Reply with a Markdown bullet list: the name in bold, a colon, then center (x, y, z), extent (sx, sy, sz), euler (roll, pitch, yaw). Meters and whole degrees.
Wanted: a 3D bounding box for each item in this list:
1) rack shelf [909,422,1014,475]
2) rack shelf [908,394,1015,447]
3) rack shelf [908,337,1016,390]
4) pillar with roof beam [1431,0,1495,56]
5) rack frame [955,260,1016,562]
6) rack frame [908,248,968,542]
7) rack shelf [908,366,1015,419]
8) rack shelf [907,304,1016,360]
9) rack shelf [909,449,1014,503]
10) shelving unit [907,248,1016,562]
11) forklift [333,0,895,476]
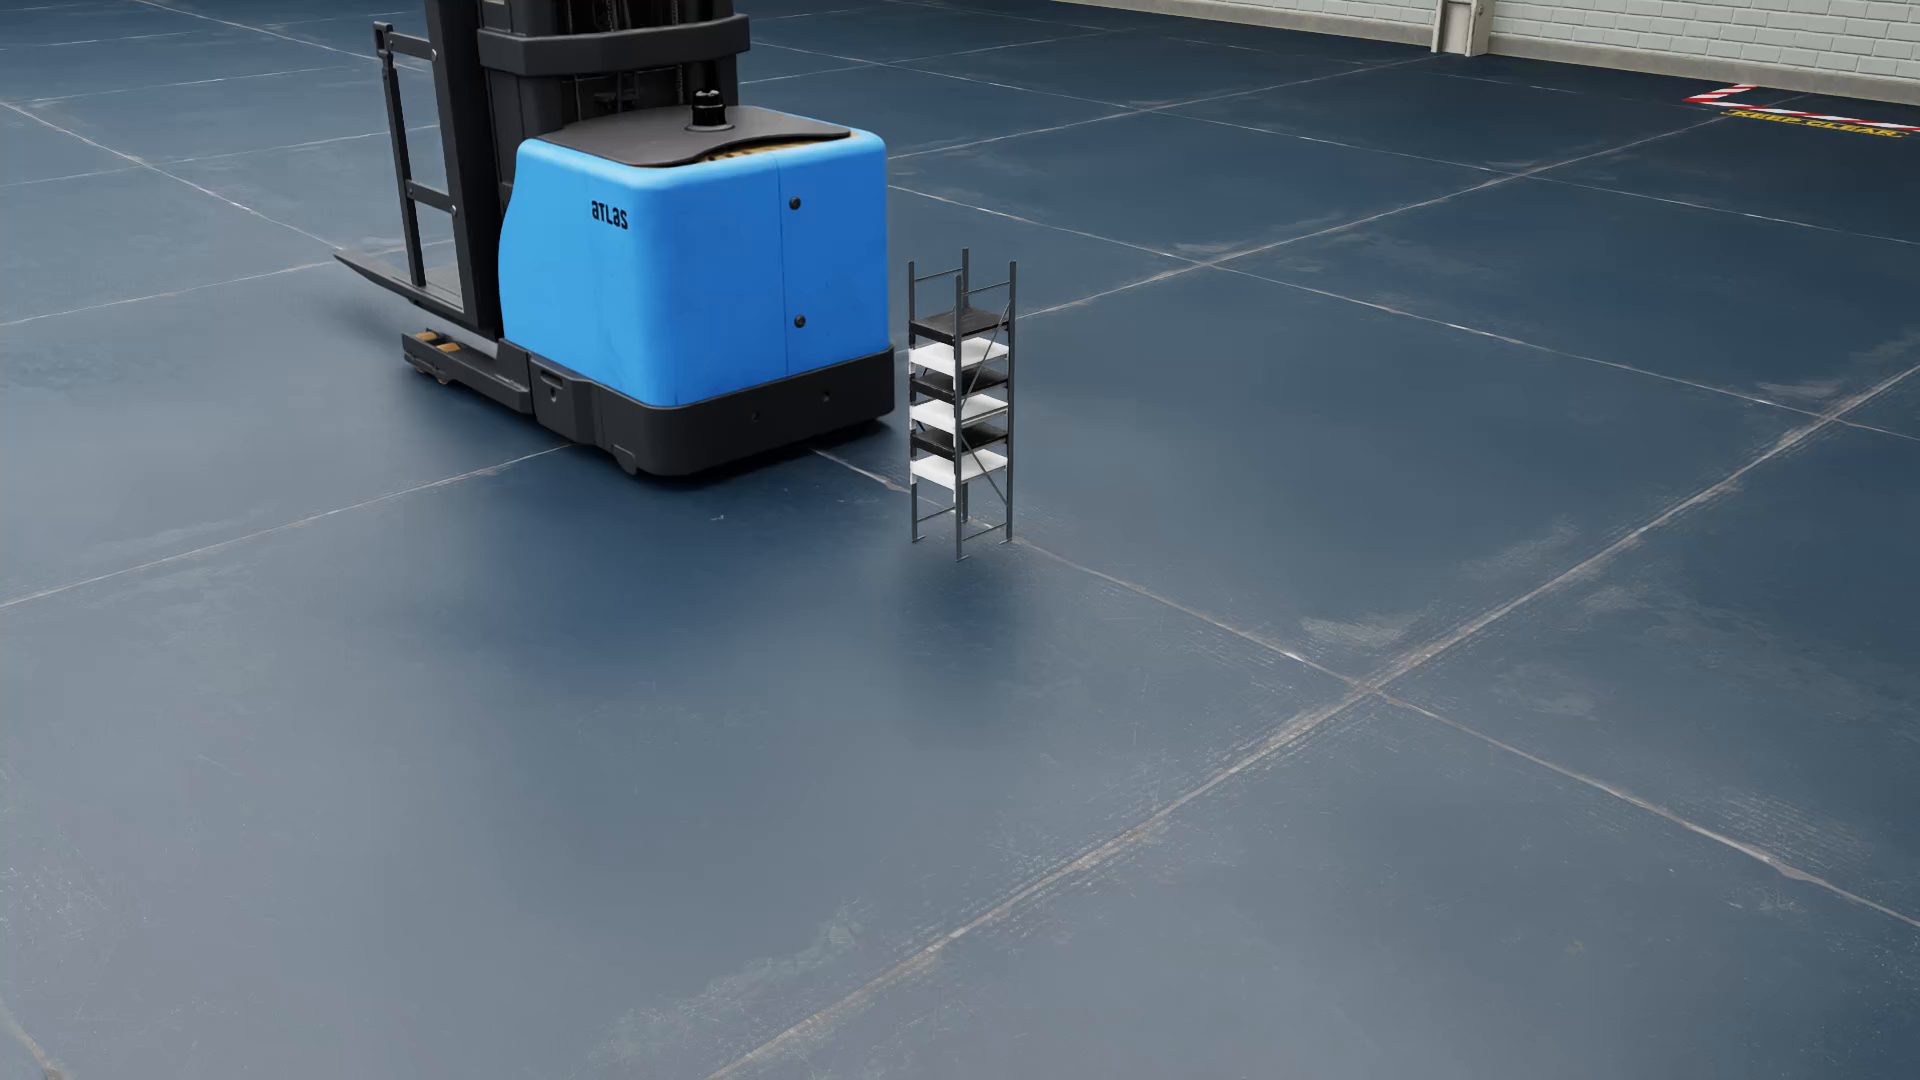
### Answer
- **rack shelf**: center (0.006, -0.295, 5.109), extent (0.258, 0.077, 0.200), euler (-21, 32, -38)
- **rack shelf**: center (0.006, -0.377, 5.072), extent (0.258, 0.077, 0.200), euler (-21, 32, -38)
- **rack shelf**: center (0.006, -0.540, 4.997), extent (0.258, 0.077, 0.200), euler (-21, 32, -38)
- **pillar with roof beam**: center (1.275, -7.186, 10.159), extent (9.100, 9.000, 0.400), euler (-21, 32, -38)
- **rack frame**: center (0.075, -0.376, 4.990), extent (0.240, 0.900, 0.006), euler (-21, 32, -38)
- **rack frame**: center (-0.064, -0.438, 5.125), extent (0.240, 0.900, 0.006), euler (-21, 32, -38)
- **rack shelf**: center (0.006, -0.459, 5.034), extent (0.258, 0.077, 0.200), euler (-21, 32, -38)
- **rack shelf**: center (0.006, -0.622, 4.960), extent (0.258, 0.077, 0.200), euler (-21, 32, -38)
- **rack shelf**: center (0.006, -0.213, 5.146), extent (0.258, 0.077, 0.200), euler (-21, 32, -38)
- **shelving unit**: center (0.006, -0.407, 5.058), extent (0.258, 0.900, 0.210), euler (-21, 32, -38)
- **forklift**: center (-1.602, -2.074, 6.264), extent (1.130, 2.935, 3.031), euler (-21, 32, -38)
